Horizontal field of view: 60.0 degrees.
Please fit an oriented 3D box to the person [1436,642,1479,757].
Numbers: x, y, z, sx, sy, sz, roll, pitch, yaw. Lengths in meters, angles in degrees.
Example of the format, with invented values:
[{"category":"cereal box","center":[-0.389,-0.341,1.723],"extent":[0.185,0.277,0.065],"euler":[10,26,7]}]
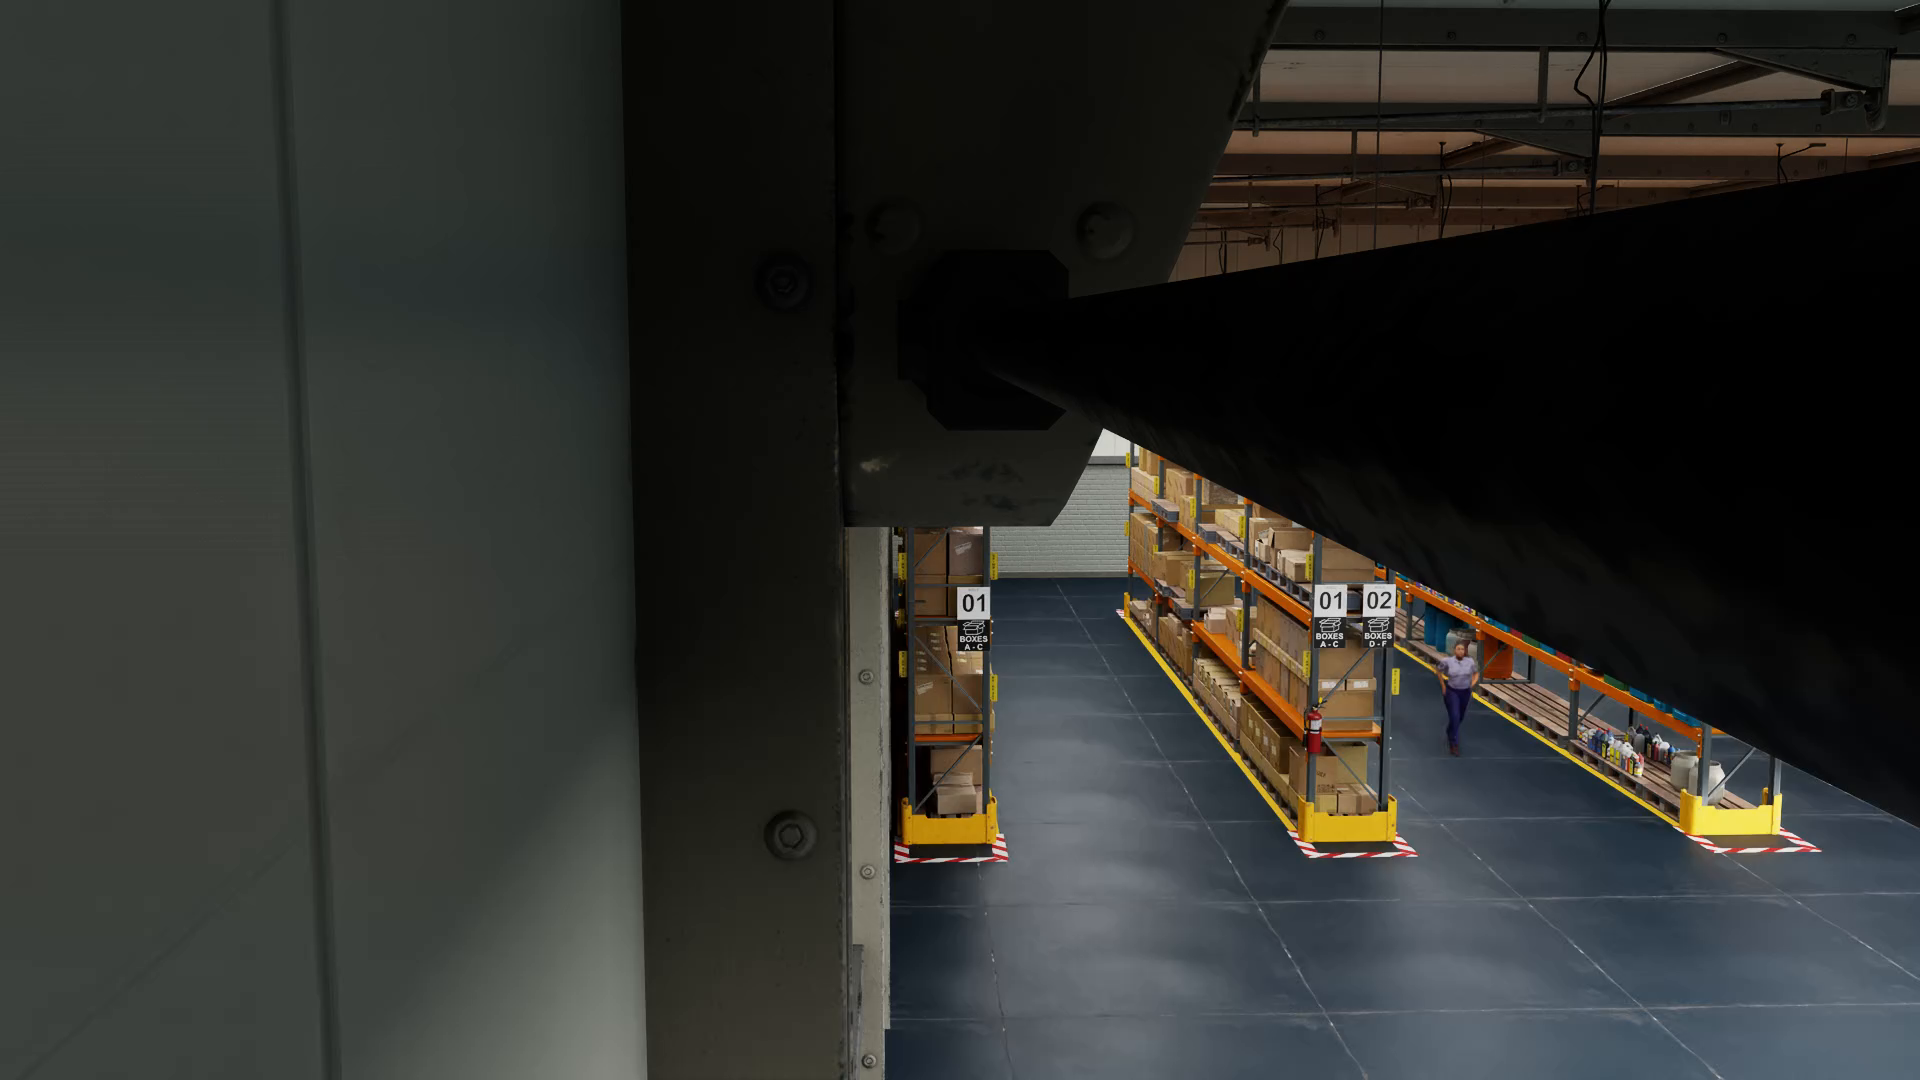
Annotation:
[{"category":"person","center":[7.450,2.338,24.906],"extent":[0.601,1.686,0.792],"euler":[-1,7,-4]}]
